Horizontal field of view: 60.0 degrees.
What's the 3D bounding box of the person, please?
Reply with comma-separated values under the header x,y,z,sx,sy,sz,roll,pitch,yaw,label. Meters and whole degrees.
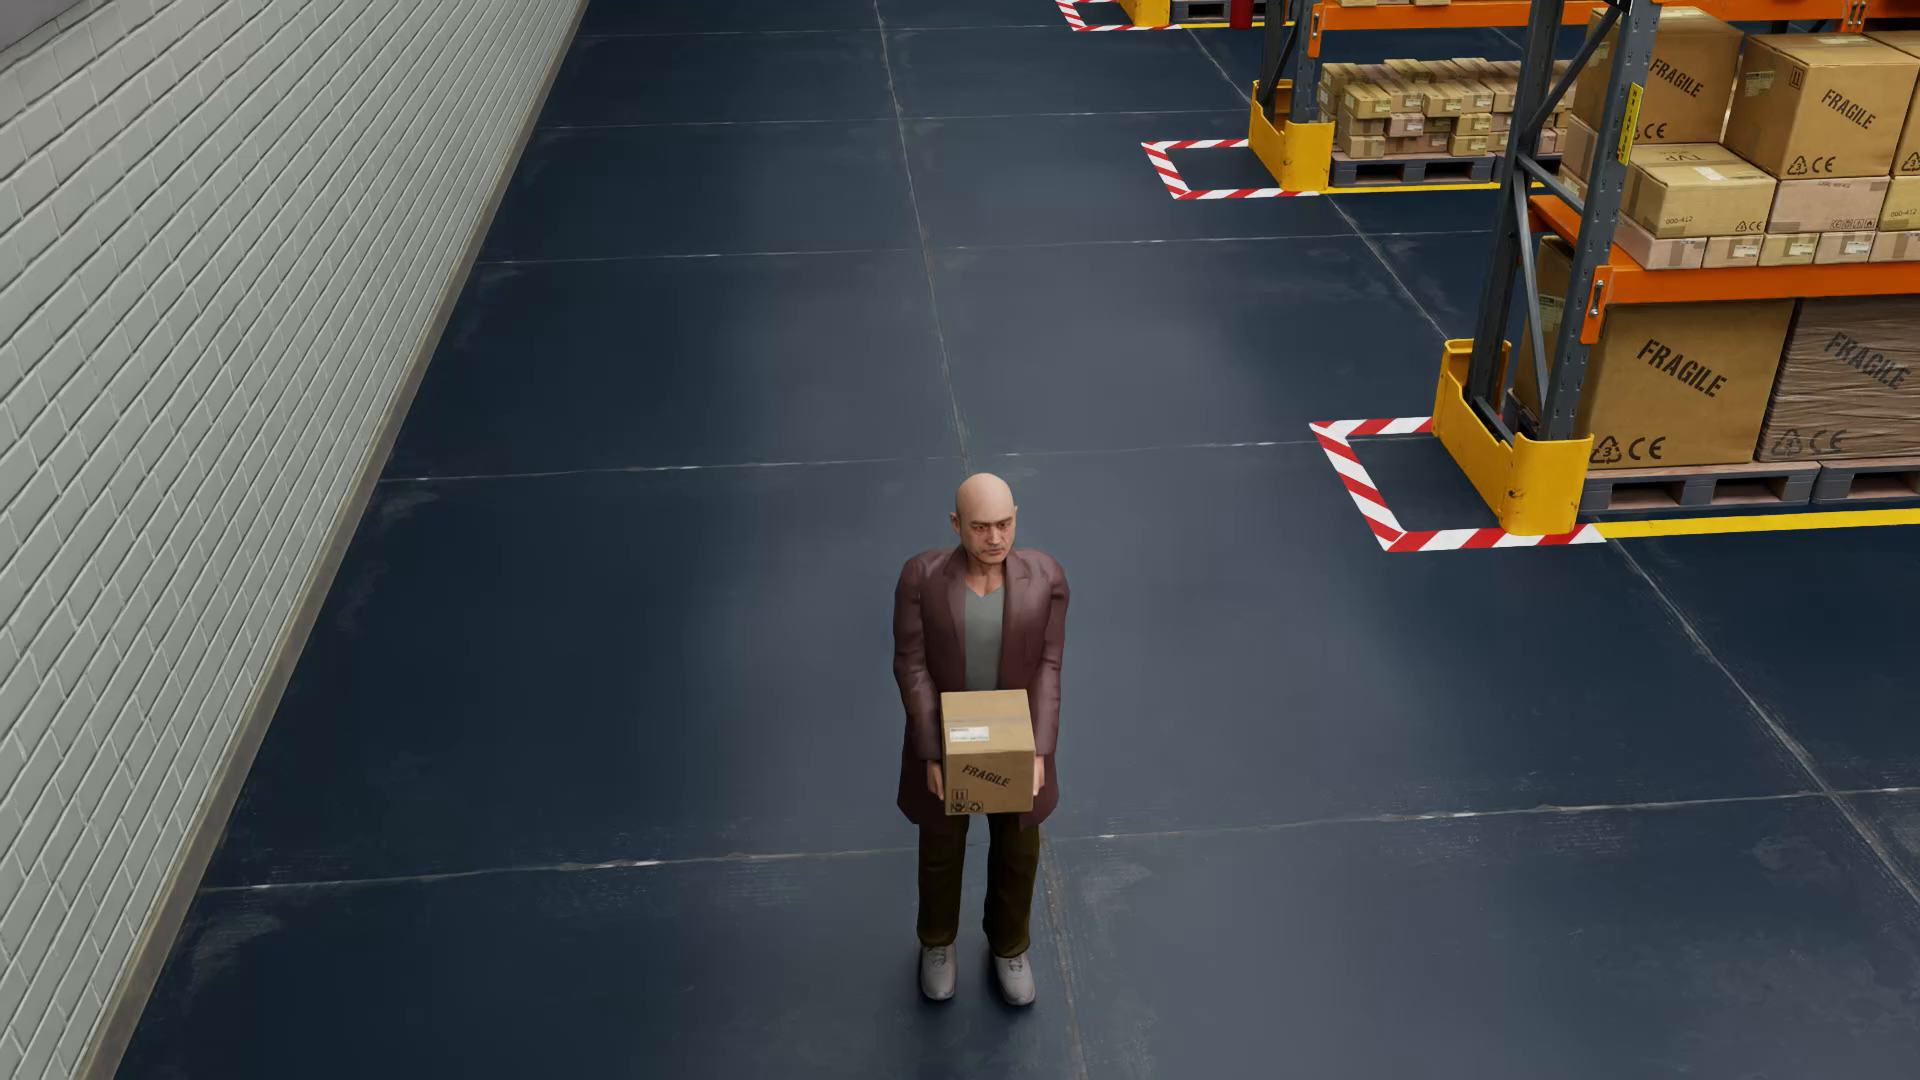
x,y,z,sx,sy,sz,roll,pitch,yaw,label
0.086,0.624,5.096,0.652,1.773,0.427,-5,31,-8,person
